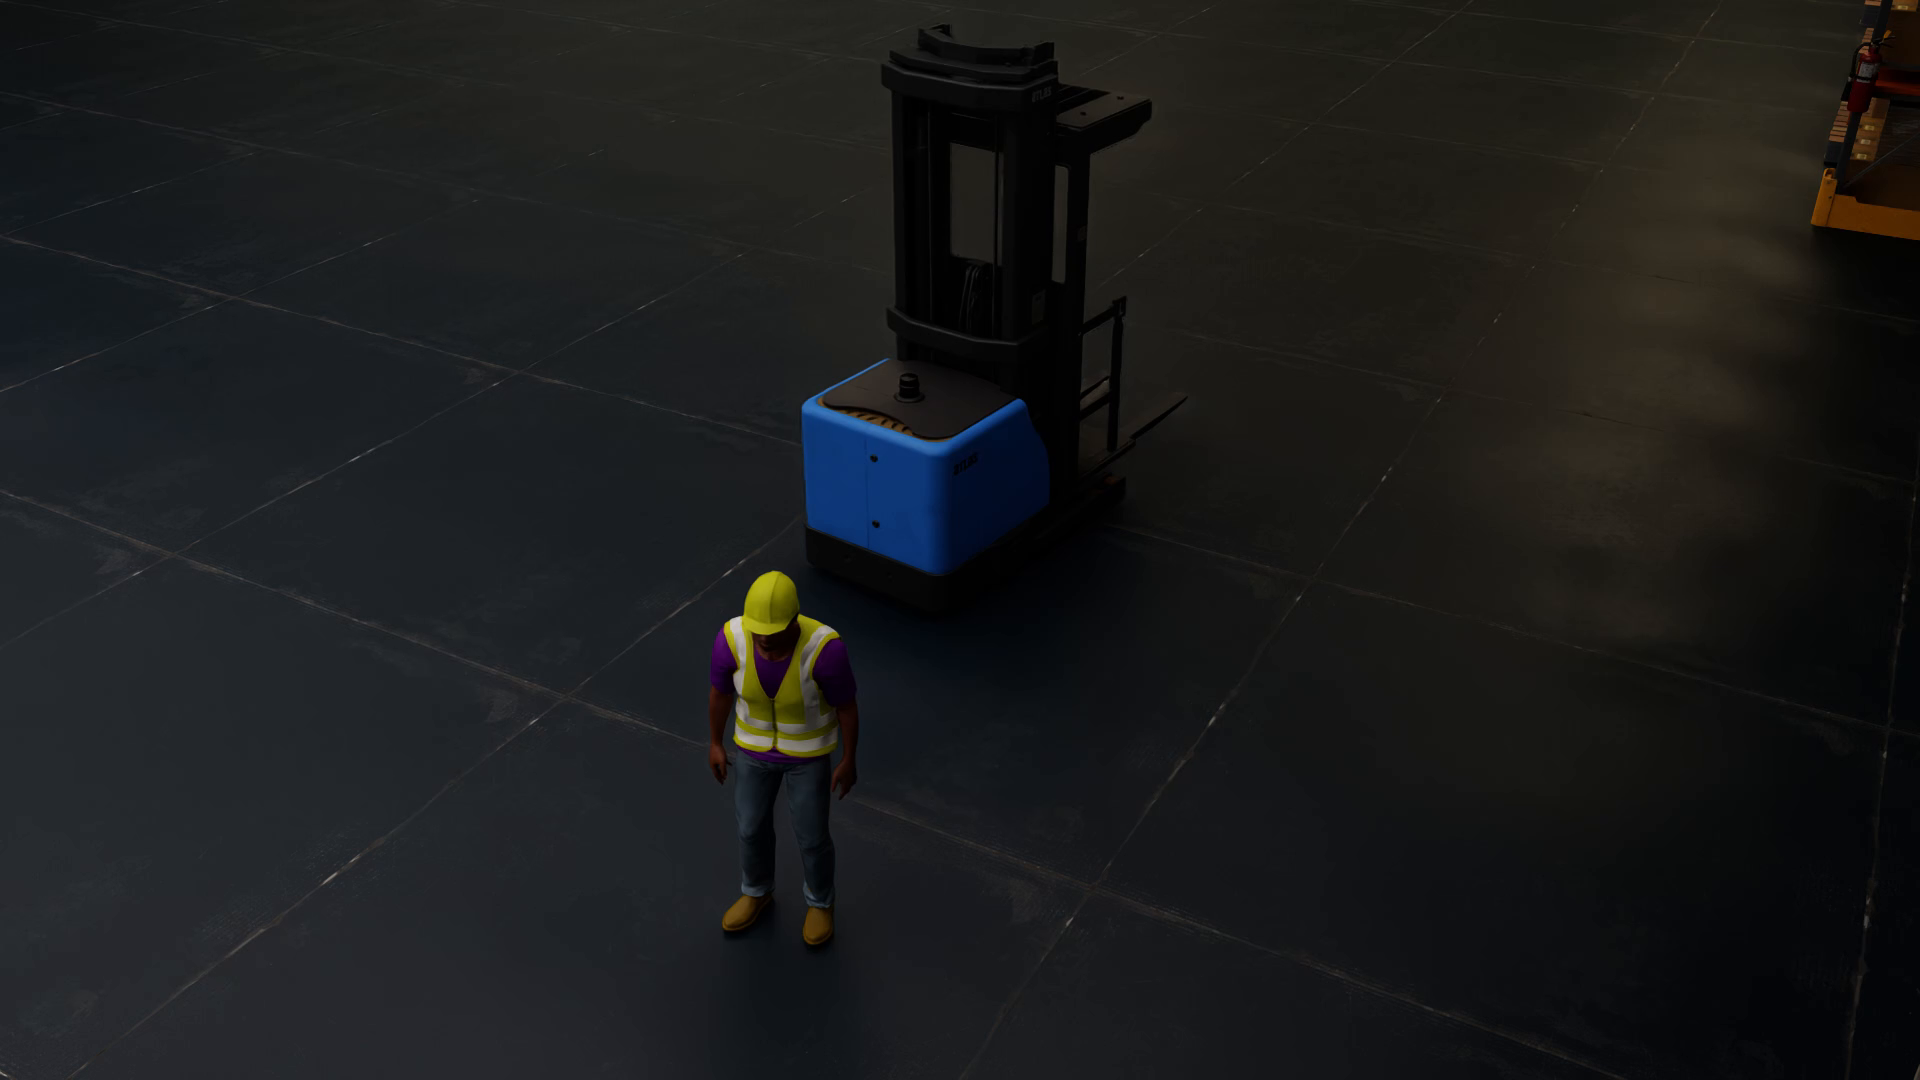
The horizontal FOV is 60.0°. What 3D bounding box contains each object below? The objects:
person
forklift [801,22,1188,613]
[{"bbox_3d":[-0.722,0.865,6.748,0.626,1.759,0.463,6,31,10],"label":"person"},{"bbox_3d":[0.379,-1.550,9.756,1.130,2.935,3.031,20,36,31],"label":"forklift"}]
